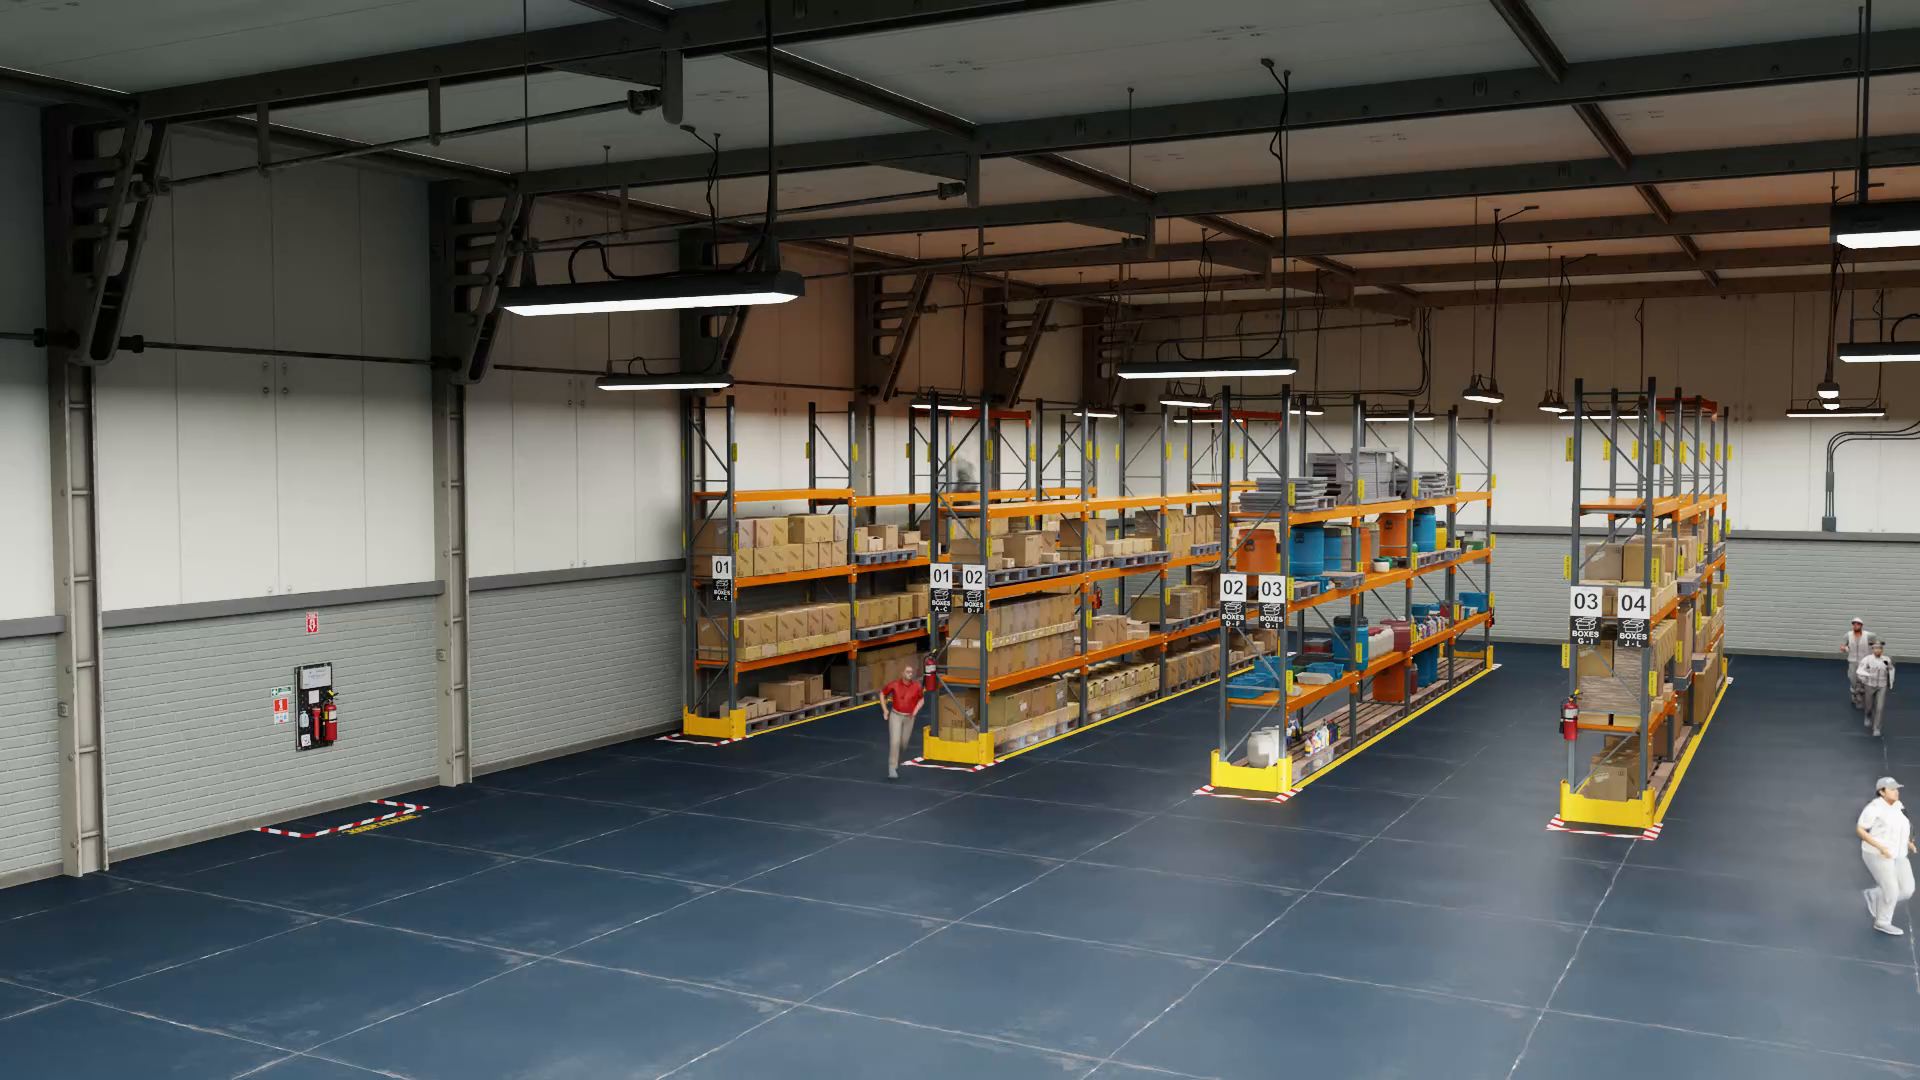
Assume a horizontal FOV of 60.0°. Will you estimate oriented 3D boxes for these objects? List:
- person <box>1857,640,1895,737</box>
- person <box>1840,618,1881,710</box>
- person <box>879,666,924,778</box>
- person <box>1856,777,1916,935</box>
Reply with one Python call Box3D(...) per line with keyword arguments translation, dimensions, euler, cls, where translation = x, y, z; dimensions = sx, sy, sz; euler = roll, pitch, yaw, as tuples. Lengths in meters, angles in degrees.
Box3D(translation=(16.240, 2.600, 29.480), dimensions=(0.628, 1.675, 0.823), euler=(1, 3, 21), cls="person")
Box3D(translation=(17.519, 2.401, 32.383), dimensions=(0.675, 1.786, 0.883), euler=(3, 4, 40), cls="person")
Box3D(translation=(-0.897, 2.814, 25.968), dimensions=(0.707, 1.716, 0.797), euler=(-1, 3, -17), cls="person")
Box3D(translation=(9.646, 3.275, 17.386), dimensions=(0.594, 1.621, 0.556), euler=(-1, 3, -20), cls="person")
